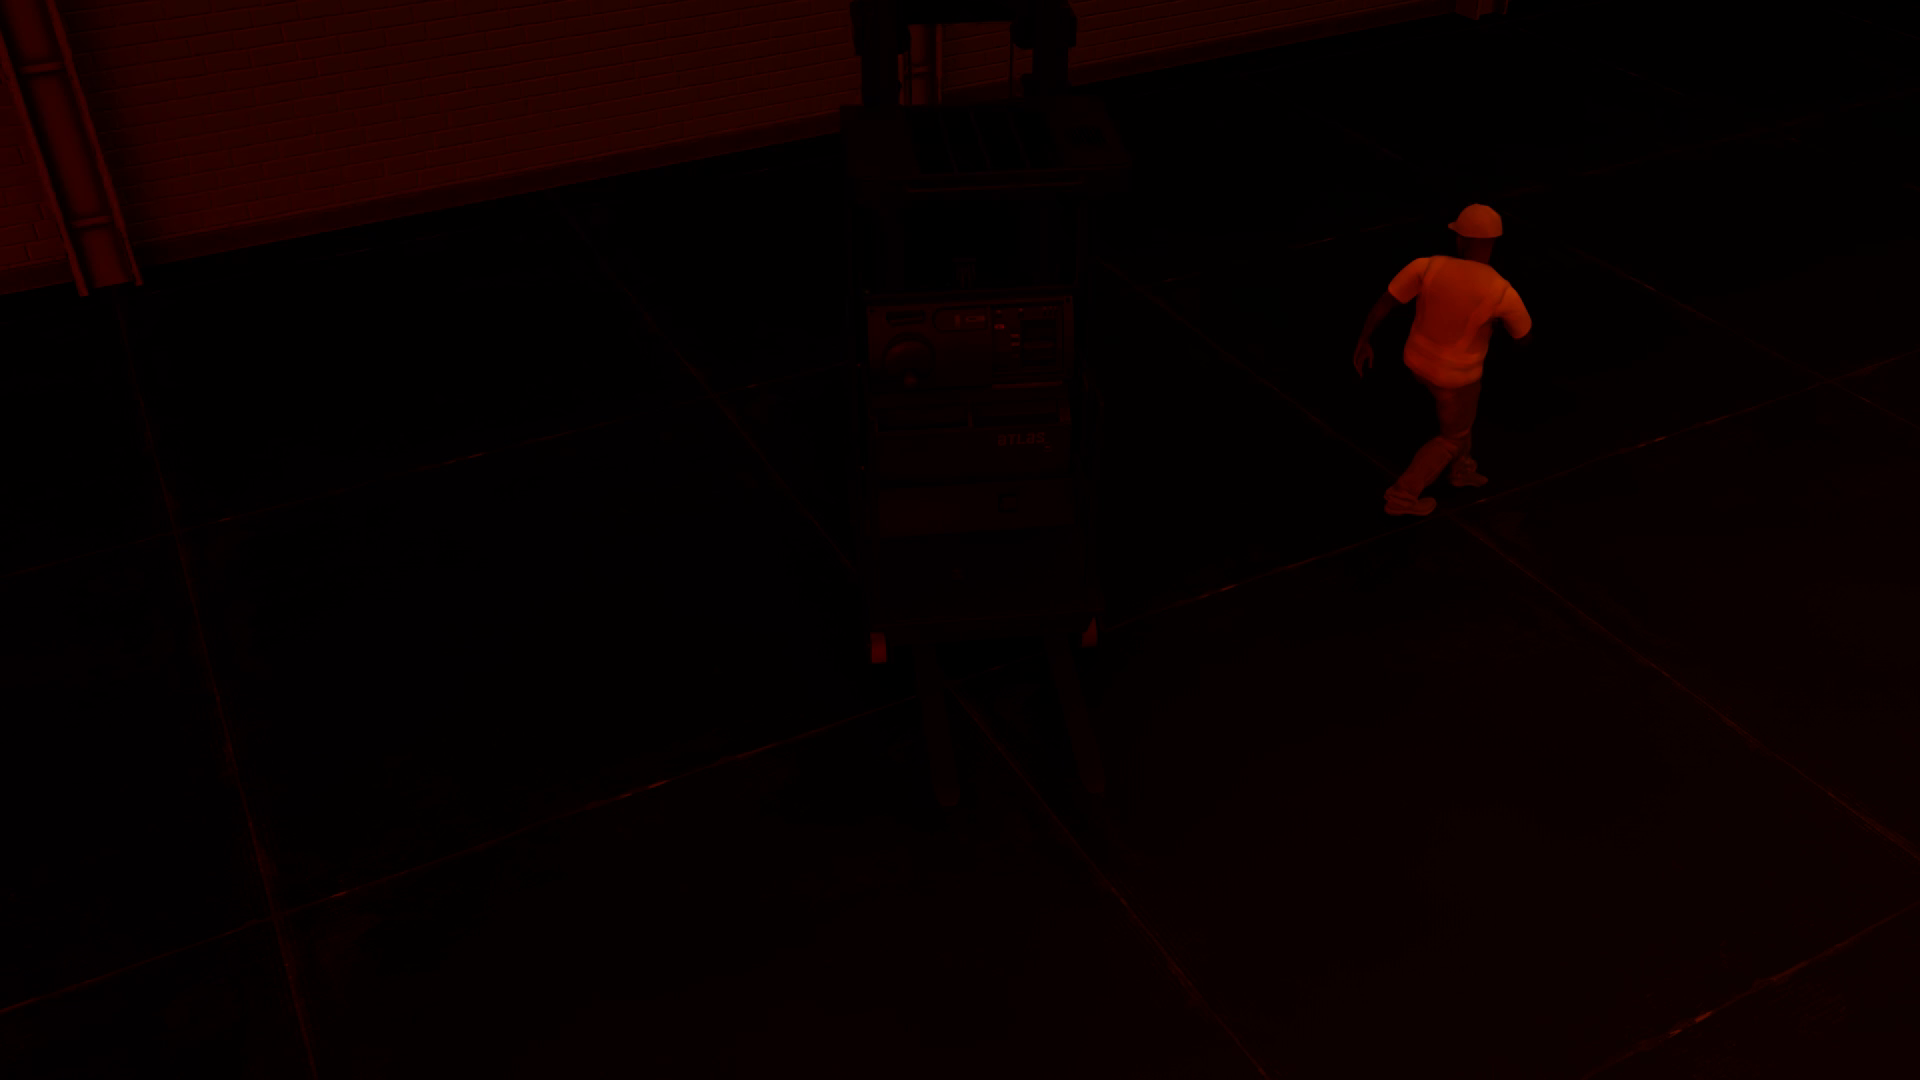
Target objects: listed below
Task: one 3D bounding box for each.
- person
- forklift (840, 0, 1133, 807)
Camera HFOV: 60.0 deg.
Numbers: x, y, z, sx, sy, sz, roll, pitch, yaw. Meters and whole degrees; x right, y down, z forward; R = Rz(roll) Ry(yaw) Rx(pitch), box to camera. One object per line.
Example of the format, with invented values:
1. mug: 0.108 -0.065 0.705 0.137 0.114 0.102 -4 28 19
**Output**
1. person: 2.514 -0.884 8.481 0.936 1.738 0.604 -19 39 -24
2. forklift: 0.077 -0.825 7.290 1.130 2.935 3.031 -4 35 -6
